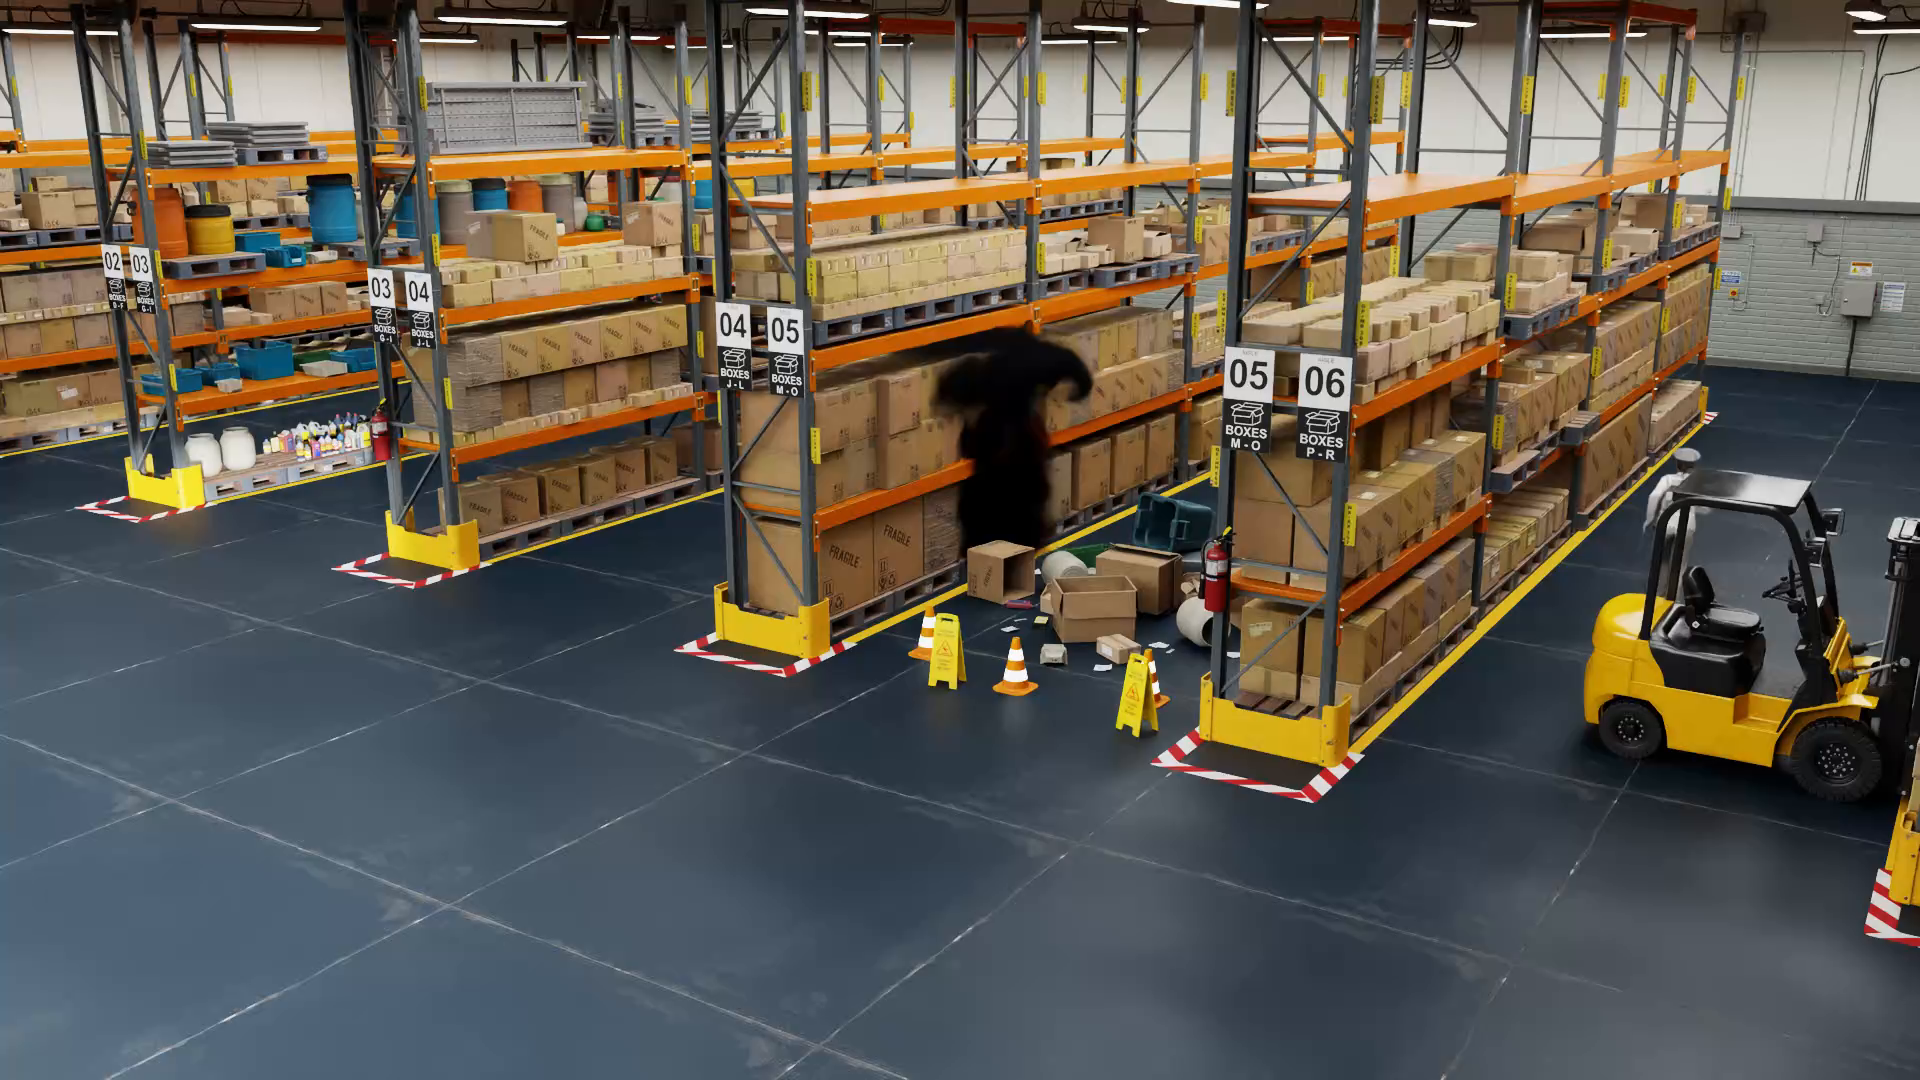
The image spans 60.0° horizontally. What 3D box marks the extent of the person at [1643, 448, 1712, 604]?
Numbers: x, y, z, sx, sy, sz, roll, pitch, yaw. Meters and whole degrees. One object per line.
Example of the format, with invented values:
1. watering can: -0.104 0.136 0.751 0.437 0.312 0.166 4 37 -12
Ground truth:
1. person: 7.016 -0.045 16.319 0.597 1.655 0.942 8 17 26

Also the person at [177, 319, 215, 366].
1. person: -12.897 -3.312 28.129 0.716 1.619 0.920 3 16 12
